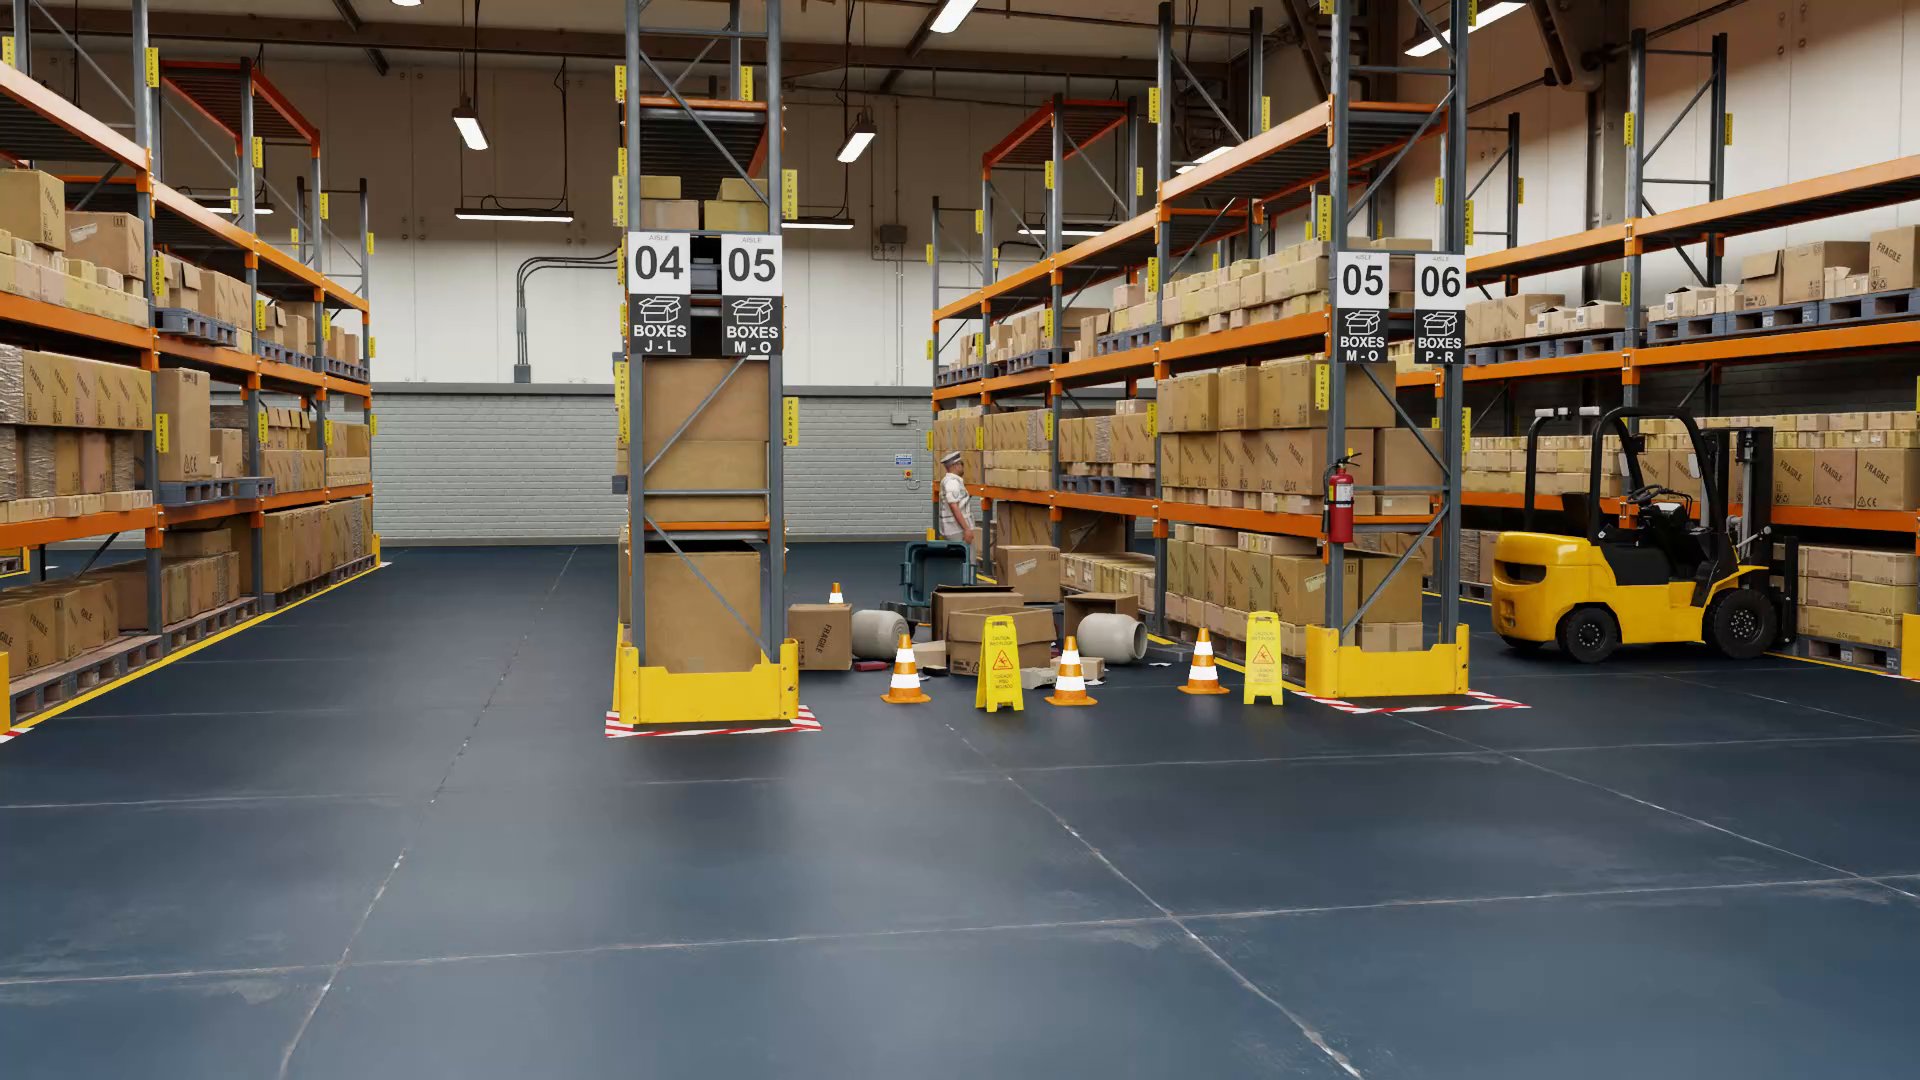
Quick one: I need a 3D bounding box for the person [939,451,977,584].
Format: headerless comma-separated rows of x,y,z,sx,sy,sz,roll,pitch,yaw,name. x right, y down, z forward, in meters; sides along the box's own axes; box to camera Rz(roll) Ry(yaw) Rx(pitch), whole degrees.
0.062,-0.089,18.291,0.575,1.781,0.640,-1,3,-11,person
